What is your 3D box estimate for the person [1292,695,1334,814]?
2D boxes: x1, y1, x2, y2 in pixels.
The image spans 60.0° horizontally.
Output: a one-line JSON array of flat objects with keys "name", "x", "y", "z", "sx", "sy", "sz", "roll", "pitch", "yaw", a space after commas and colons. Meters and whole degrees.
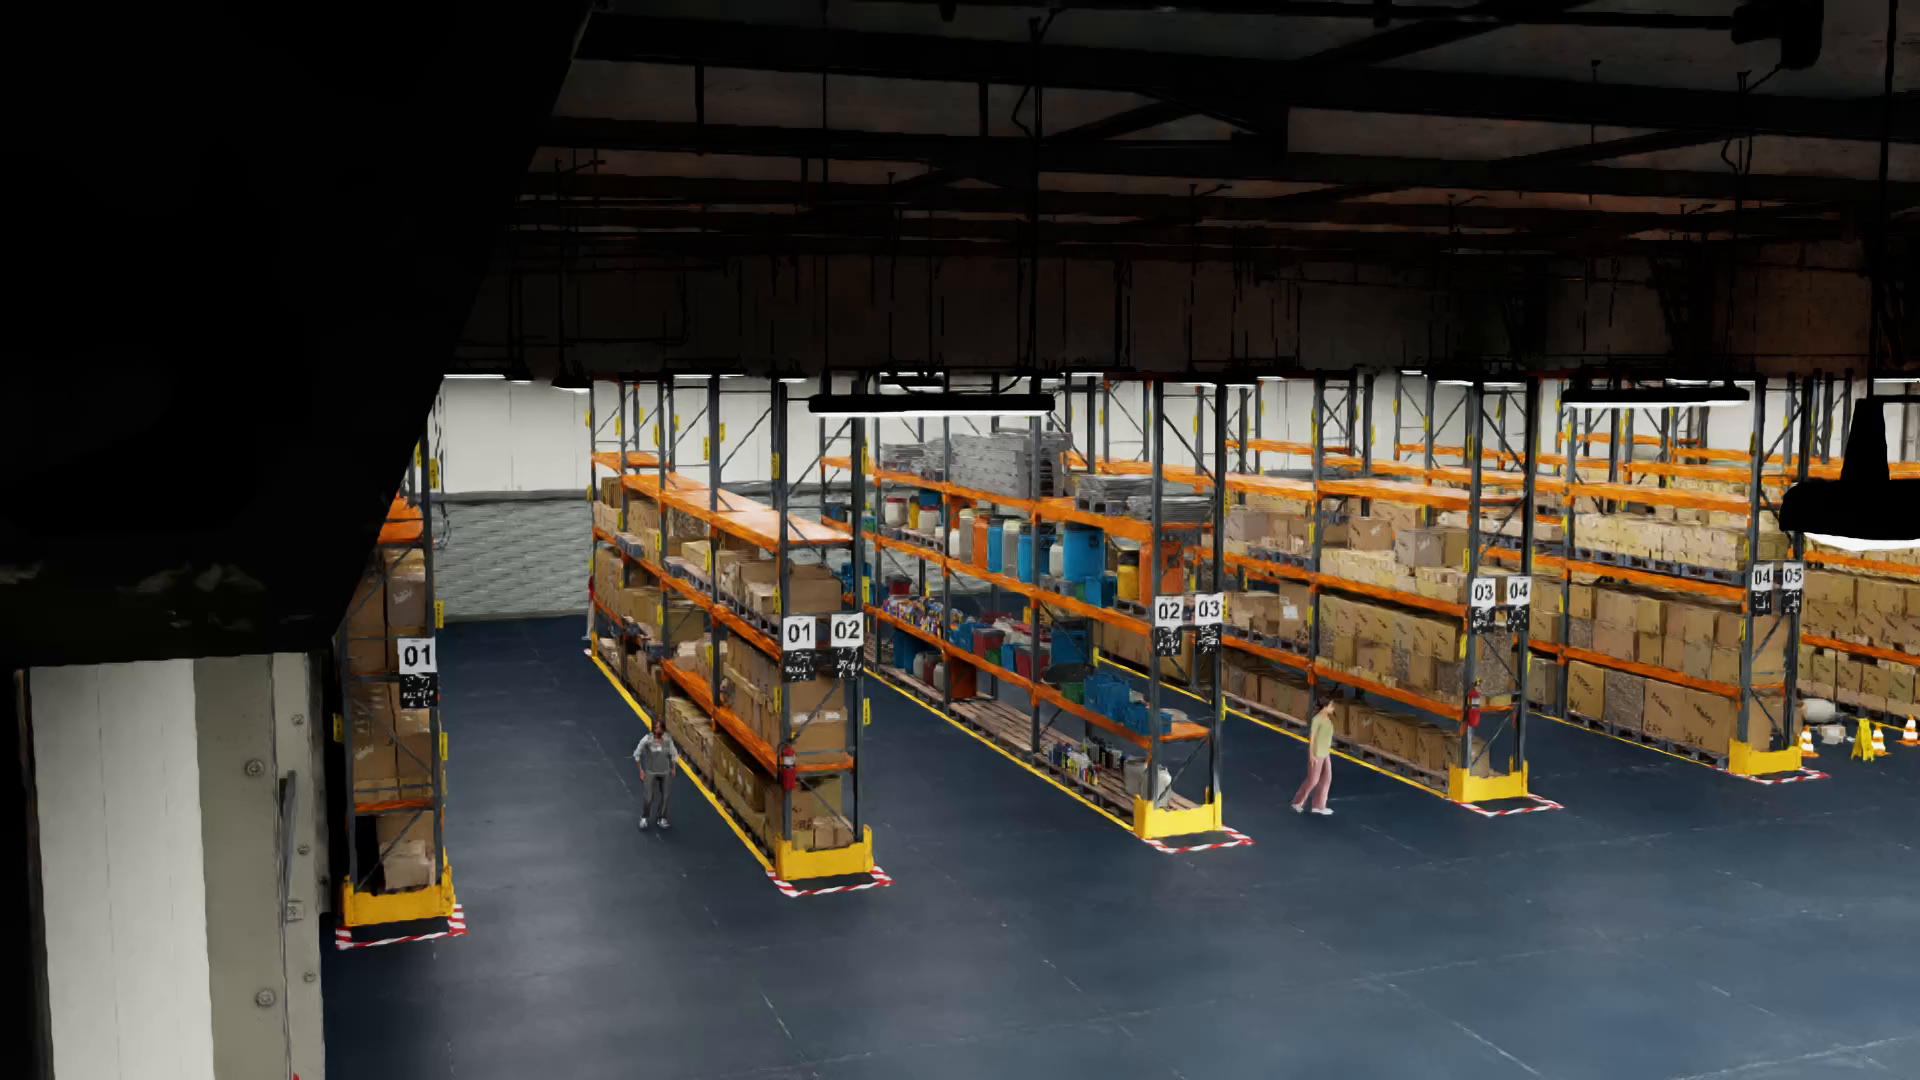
[{"name": "person", "x": 4.888, "y": 2.954, "z": 22.960, "sx": 0.547, "sy": 1.657, "sz": 0.500, "roll": 4, "pitch": 8, "yaw": 34}]

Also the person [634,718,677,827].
[{"name": "person", "x": -4.060, "y": 3.100, "z": 22.199, "sx": 0.566, "sy": 1.541, "sz": 0.519, "roll": -3, "pitch": 7, "yaw": -23}]

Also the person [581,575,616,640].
[{"name": "person", "x": -8.015, "y": 1.421, "z": 36.930, "sx": 0.581, "sy": 1.585, "sz": 0.952, "roll": 1, "pitch": 6, "yaw": 7}]
